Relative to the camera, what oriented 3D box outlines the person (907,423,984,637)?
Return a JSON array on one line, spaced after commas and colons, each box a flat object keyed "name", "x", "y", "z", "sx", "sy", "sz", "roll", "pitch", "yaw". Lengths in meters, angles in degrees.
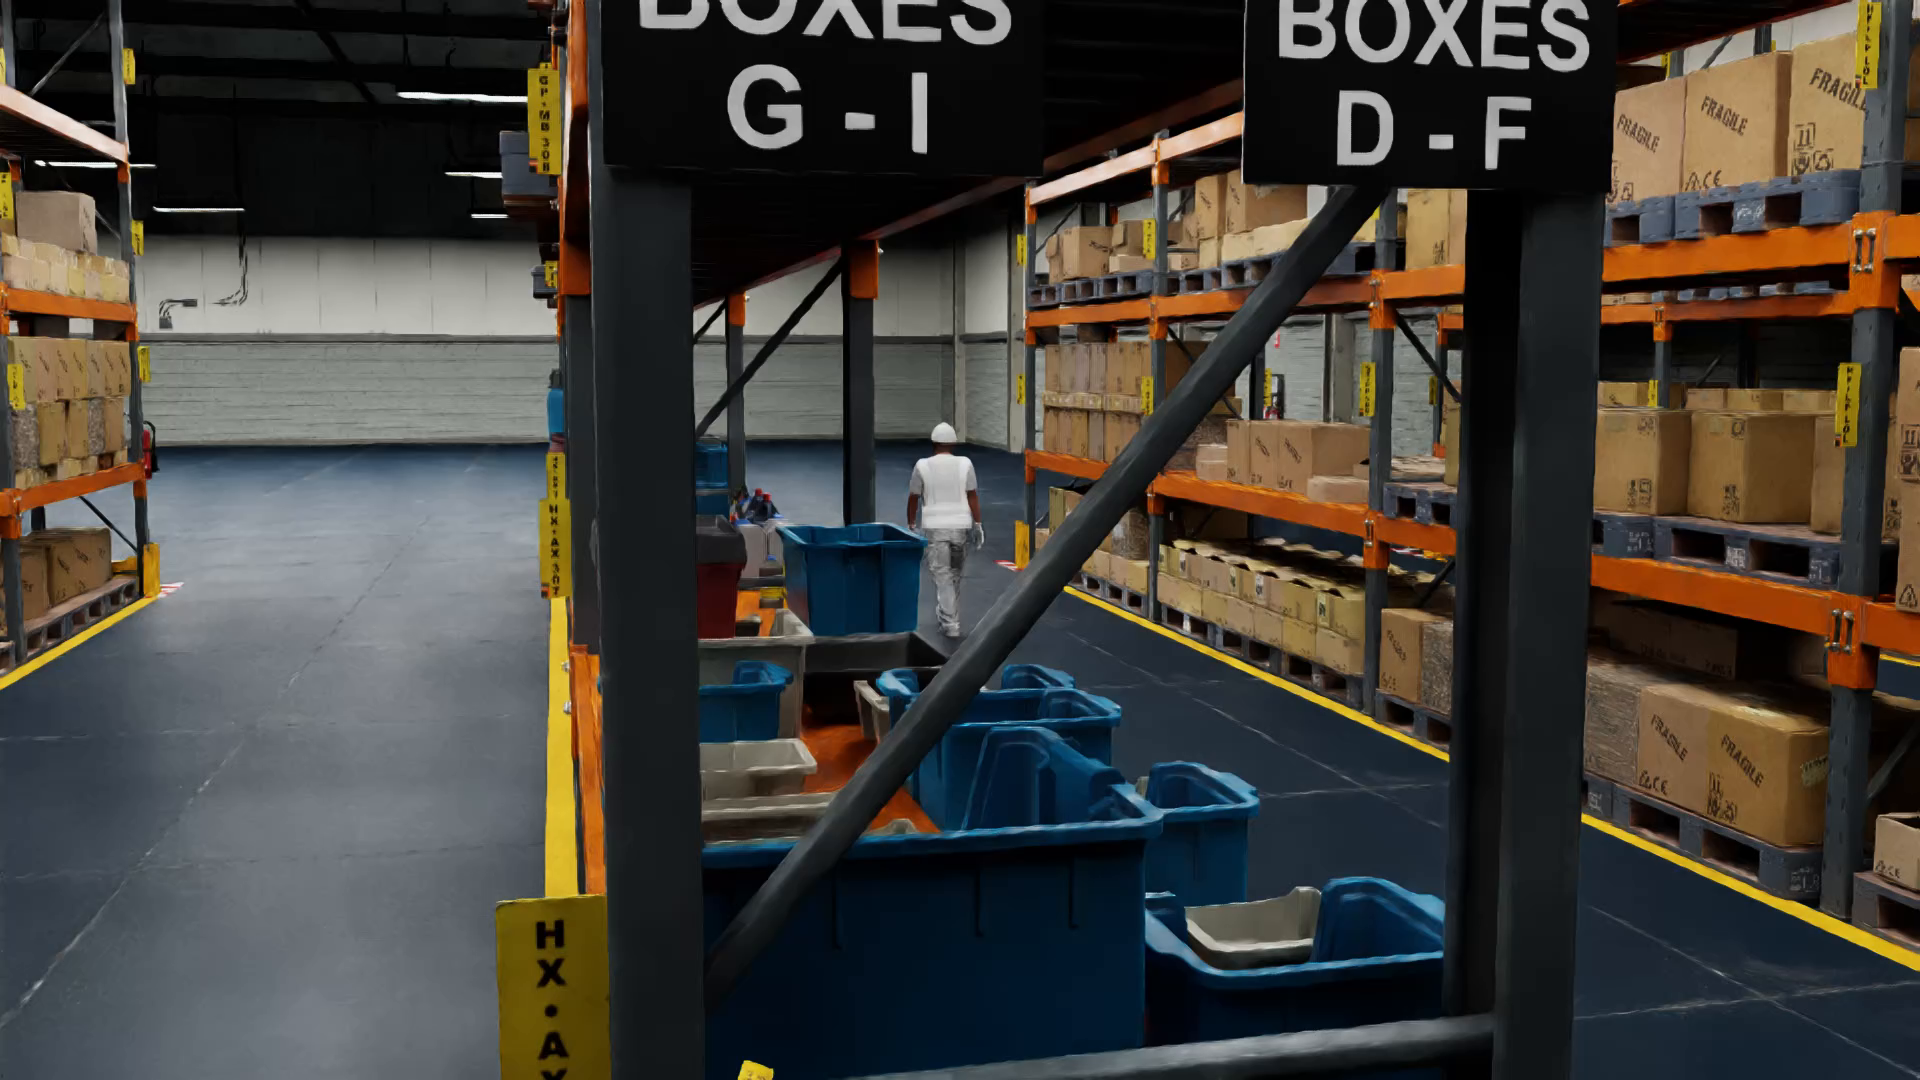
[{"name": "person", "x": -0.154, "y": -0.113, "z": 13.866, "sx": 0.584, "sy": 1.727, "sz": 0.992, "roll": -2, "pitch": 6, "yaw": -15}]
